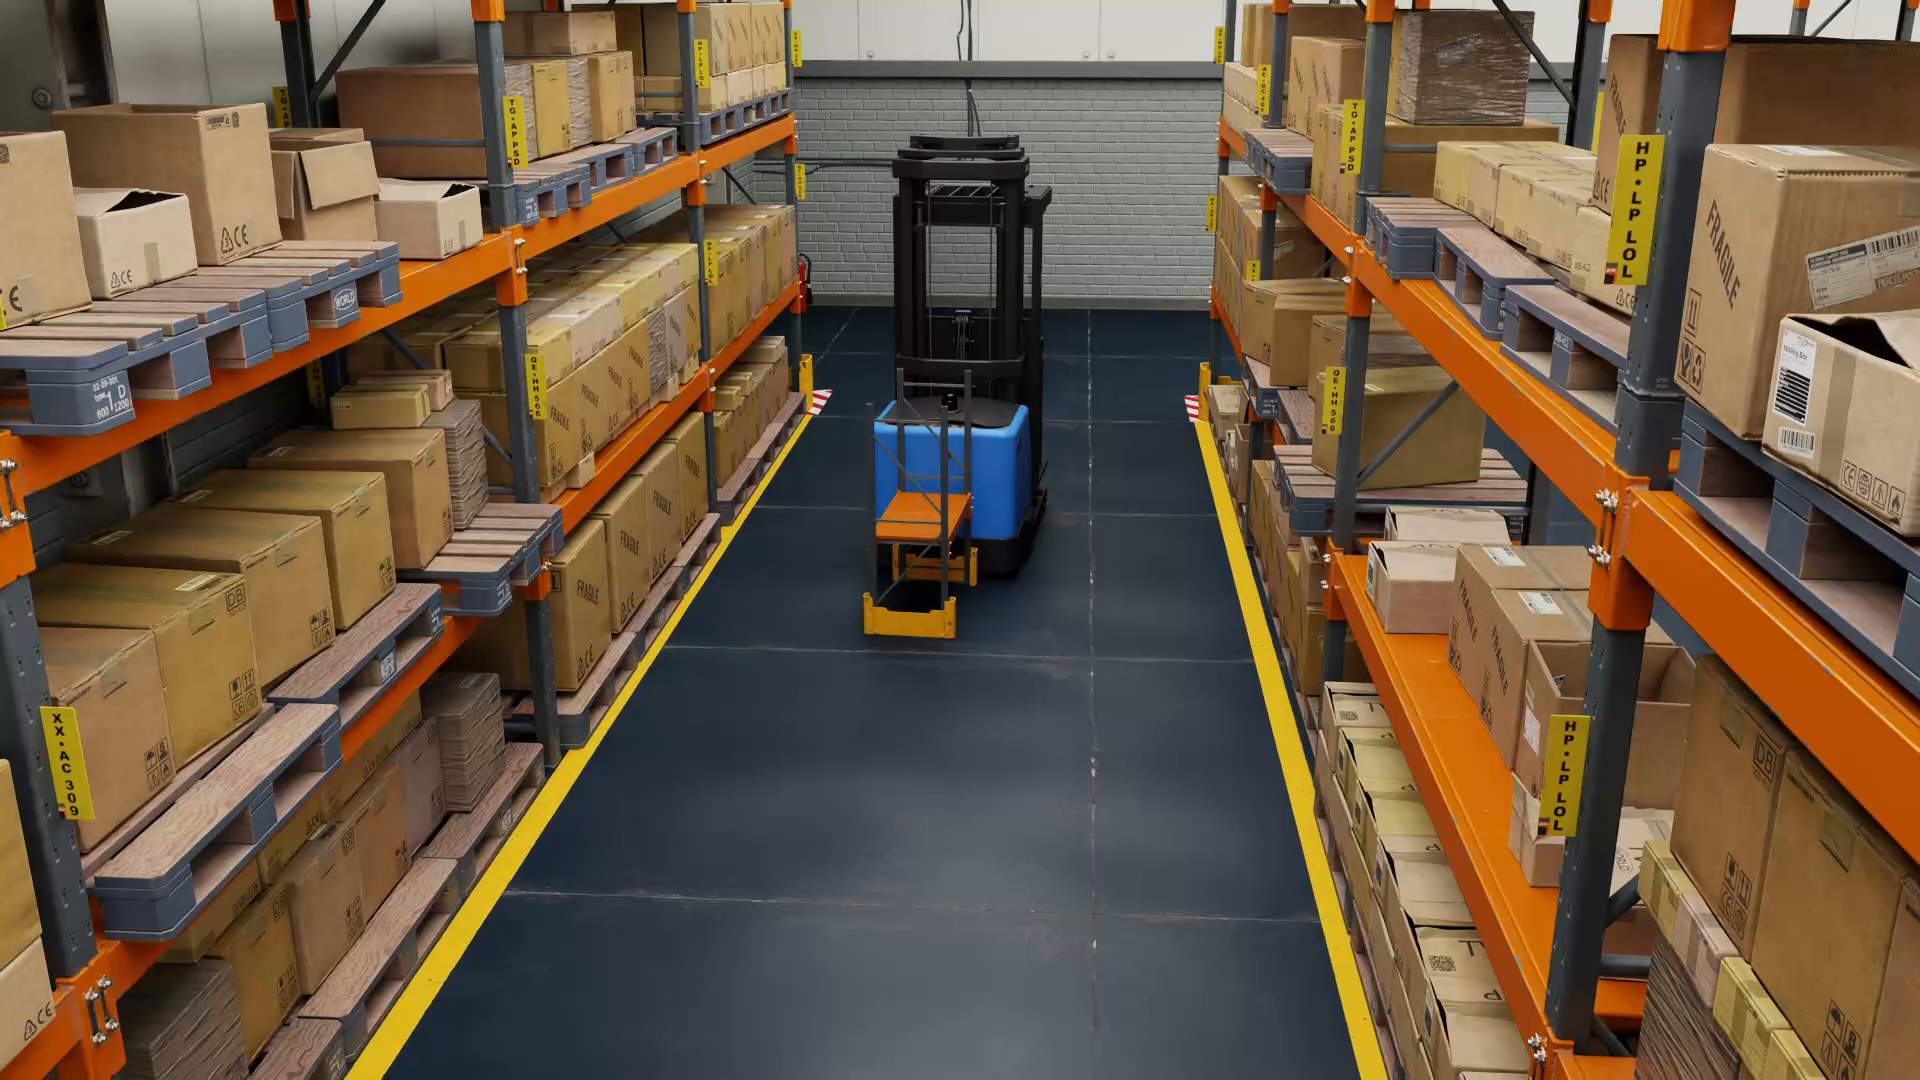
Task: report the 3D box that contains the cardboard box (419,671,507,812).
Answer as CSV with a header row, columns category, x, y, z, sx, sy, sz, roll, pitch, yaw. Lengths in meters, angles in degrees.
category,x,y,z,sx,sy,sz,roll,pitch,yaw
cardboard box,-2.623,0.956,7.996,0.700,0.500,0.500,2,18,5

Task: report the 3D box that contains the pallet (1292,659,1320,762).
category,x,y,z,sx,sy,sz,roll,pitch,yaw
pallet,2.409,0.956,9.167,1.003,0.211,1.213,1,18,4

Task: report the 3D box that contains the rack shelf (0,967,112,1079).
category,x,y,z,sx,sy,sz,roll,pitch,yaw
rack shelf,-3.053,1.958,2.786,1.077,0.370,4.000,1,18,4

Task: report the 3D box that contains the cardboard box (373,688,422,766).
category,x,y,z,sx,sy,sz,roll,pitch,yaw
cardboard box,-2.726,0.775,7.343,0.500,0.250,0.500,2,18,5

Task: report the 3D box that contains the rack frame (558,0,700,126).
category,x,y,z,sx,sy,sz,roll,pitch,yaw
rack frame,-2.336,-4.341,11.219,1.000,3.000,0.127,1,18,4

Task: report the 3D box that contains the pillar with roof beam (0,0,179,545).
category,x,y,z,sx,sy,sz,roll,pitch,yaw
pillar with roof beam,0.715,-2.618,5.961,9.100,9.000,0.400,1,18,4

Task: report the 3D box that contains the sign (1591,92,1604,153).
category,x,y,z,sx,sy,sz,roll,pitch,yaw
sign,2.871,-1.832,7.422,0.100,0.325,0.005,1,18,4

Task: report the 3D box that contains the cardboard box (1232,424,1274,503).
category,x,y,z,sx,sy,sz,roll,pitch,yaw
cardboard box,2.363,-0.585,12.699,0.500,0.500,0.500,1,18,4

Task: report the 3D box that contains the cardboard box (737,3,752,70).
category,x,y,z,sx,sy,sz,roll,pitch,yaw
cardboard box,-1.945,-3.976,13.124,0.500,0.500,0.500,1,18,4

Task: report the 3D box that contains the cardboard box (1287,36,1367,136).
category,x,y,z,sx,sy,sz,roll,pitch,yaw
cardboard box,2.495,-2.946,10.783,0.600,0.600,0.600,0,18,-1

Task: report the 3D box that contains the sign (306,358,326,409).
category,x,y,z,sx,sy,sz,roll,pitch,yaw
sign,-3.177,-0.809,8.216,0.100,0.325,0.005,1,18,4

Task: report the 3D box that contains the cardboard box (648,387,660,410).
category,x,y,z,sx,sy,sz,roll,pitch,yaw
cardboard box,-2.180,-0.953,10.884,0.380,0.149,0.250,1,18,4

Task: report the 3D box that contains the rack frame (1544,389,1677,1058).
category,x,y,z,sx,sy,sz,roll,pitch,yaw
rack frame,2.031,1.104,4.236,1.000,3.000,0.127,1,18,4

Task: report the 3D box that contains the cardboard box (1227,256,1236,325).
category,x,y,z,sx,sy,sz,roll,pitch,yaw
cardboard box,2.489,-2.067,13.753,0.500,0.500,0.500,2,18,5

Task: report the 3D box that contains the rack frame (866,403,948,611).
category,x,y,z,sx,sy,sz,roll,pitch,yaw
rack frame,-0.322,-0.108,10.345,0.500,1.500,0.032,3,18,8

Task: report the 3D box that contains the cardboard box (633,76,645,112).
category,x,y,z,sx,sy,sz,roll,pitch,yaw
cardboard box,-2.521,-3.309,12.293,0.500,0.250,0.500,1,18,4

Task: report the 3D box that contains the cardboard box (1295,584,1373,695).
category,x,y,z,sx,sy,sz,roll,pitch,yaw
cardboard box,2.151,0.545,9.251,0.500,0.500,0.500,2,18,6

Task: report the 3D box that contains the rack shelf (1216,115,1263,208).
category,x,y,z,sx,sy,sz,roll,pitch,yaw
rack shelf,2.748,-3.085,13.359,1.077,0.370,4.000,1,18,4

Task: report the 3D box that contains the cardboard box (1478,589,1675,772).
category,x,y,z,sx,sy,sz,roll,pitch,yaw
cardboard box,2.176,0.499,5.921,0.500,0.500,0.500,1,18,4

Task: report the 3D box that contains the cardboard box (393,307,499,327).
category,x,y,z,sx,sy,sz,roll,pitch,yaw
cardboard box,-2.809,-1.110,9.118,0.500,0.250,0.500,1,18,2

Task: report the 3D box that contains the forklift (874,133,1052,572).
category,x,y,z,sx,sy,sz,roll,pitch,yaw
forklift,0.094,-1.587,12.558,1.130,2.935,3.031,3,18,8

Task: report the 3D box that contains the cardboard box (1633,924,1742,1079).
category,x,y,z,sx,sy,sz,roll,pitch,yaw
cardboard box,2.006,1.195,3.799,0.700,0.500,0.500,1,18,2

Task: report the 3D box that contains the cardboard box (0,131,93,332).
category,x,y,z,sx,sy,sz,roll,pitch,yaw
cardboard box,-2.791,-0.846,4.535,0.500,0.500,0.500,4,19,12

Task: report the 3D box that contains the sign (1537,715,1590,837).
category,x,y,z,sx,sy,sz,roll,pitch,yaw
sign,1.489,0.582,4.096,0.100,0.325,0.005,1,18,4

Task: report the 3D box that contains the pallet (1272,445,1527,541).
category,x,y,z,sx,sy,sz,roll,pitch,yaw
pallet,2.297,-0.259,8.704,1.213,0.211,1.003,1,18,4

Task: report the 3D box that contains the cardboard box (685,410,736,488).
category,x,y,z,sx,sy,sz,roll,pitch,yaw
cardboard box,-2.181,-0.732,13.178,0.700,0.500,0.500,2,18,5

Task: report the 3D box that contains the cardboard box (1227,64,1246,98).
category,x,y,z,sx,sy,sz,roll,pitch,yaw
cardboard box,2.552,-3.906,14.146,0.500,0.250,0.500,1,18,4

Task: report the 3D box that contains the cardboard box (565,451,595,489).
category,x,y,z,sx,sy,sz,roll,pitch,yaw
cardboard box,-2.238,-0.393,9.178,0.380,0.149,0.250,2,18,6

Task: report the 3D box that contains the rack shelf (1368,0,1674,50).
category,x,y,z,sx,sy,sz,roll,pitch,yaw
rack shelf,2.175,-1.836,5.372,1.077,0.370,4.000,1,18,4

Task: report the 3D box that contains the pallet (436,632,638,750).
category,x,y,z,sx,sy,sz,roll,pitch,yaw
pallet,-2.491,0.834,9.538,1.003,0.211,1.213,1,18,4

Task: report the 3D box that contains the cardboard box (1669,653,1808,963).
category,x,y,z,sx,sy,sz,roll,pitch,yaw
cardboard box,2.006,0.578,3.597,0.700,0.500,0.500,1,18,4

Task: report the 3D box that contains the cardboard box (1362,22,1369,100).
category,x,y,z,sx,sy,sz,roll,pitch,yaw
cardboard box,2.429,-2.538,8.769,0.500,0.500,0.500,1,18,4

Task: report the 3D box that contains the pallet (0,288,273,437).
category,x,y,z,sx,sy,sz,roll,pitch,yaw
pallet,-2.759,-0.531,4.710,1.213,0.211,1.003,1,18,4

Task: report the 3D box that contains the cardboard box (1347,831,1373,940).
category,x,y,z,sx,sy,sz,roll,pitch,yaw
cardboard box,1.921,1.443,6.944,0.500,0.250,0.500,1,18,2

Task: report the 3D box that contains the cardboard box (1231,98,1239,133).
category,x,y,z,sx,sy,sz,roll,pitch,yaw
cardboard box,2.518,-3.513,13.750,0.500,0.250,0.500,1,18,4

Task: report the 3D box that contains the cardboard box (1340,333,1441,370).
category,x,y,z,sx,sy,sz,roll,pitch,yaw
cardboard box,2.507,-0.863,9.405,0.700,0.500,0.500,5,19,14

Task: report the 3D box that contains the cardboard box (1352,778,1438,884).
category,x,y,z,sx,sy,sz,roll,pitch,yaw
cardboard box,1.920,1.180,6.845,0.500,0.311,0.500,1,18,2

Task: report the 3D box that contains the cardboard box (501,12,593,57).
category,x,y,z,sx,sy,sz,roll,pitch,yaw
cardboard box,-2.555,-3.086,10.135,0.500,0.250,0.500,1,18,2

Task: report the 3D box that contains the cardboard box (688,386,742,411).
category,x,y,z,sx,sy,sz,roll,pitch,yaw
cardboard box,-1.974,-1.142,13.390,0.380,0.149,0.250,2,18,6

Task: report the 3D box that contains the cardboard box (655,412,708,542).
category,x,y,z,sx,sy,sz,roll,pitch,yaw
cardboard box,-2.253,-0.463,11.797,0.750,0.750,0.750,1,18,5

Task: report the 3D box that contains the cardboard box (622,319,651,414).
category,x,y,z,sx,sy,sz,roll,pitch,yaw
cardboard box,-2.220,-1.070,10.199,0.500,0.500,0.500,2,18,5

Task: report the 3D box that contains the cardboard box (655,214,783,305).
category,x,y,z,sx,sy,sz,roll,pitch,yaw
cardboard box,-2.117,-2.490,14.723,0.980,0.700,0.700,1,18,3

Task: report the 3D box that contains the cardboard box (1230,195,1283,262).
category,x,y,z,sx,sy,sz,roll,pitch,yaw
cardboard box,2.491,-2.538,13.585,0.500,0.500,0.500,1,18,3

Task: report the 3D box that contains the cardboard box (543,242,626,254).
category,x,y,z,sx,sy,sz,roll,pitch,yaw
cardboard box,-2.629,-1.908,11.553,0.500,0.250,0.500,2,18,6

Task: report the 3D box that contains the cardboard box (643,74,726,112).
category,x,y,z,sx,sy,sz,roll,pitch,yaw
cardboard box,-2.024,-3.300,12.265,0.500,0.250,0.500,1,18,4

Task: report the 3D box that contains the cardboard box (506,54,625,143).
category,x,y,z,sx,sy,sz,roll,pitch,yaw
cardboard box,-2.484,-2.727,10.243,0.700,0.500,0.500,1,18,3

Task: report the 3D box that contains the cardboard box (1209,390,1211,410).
category,x,y,z,sx,sy,sz,roll,pitch,yaw
cardboard box,2.501,-1.285,15.372,0.380,0.166,0.250,1,18,4

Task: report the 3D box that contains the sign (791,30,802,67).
category,x,y,z,sx,sy,sz,roll,pitch,yaw
sign,-1.509,-4.524,15.301,0.100,0.325,0.005,1,18,4

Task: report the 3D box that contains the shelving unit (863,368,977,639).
category,x,y,z,sx,sy,sz,roll,pitch,yaw
shelving unit,-0.247,-0.268,10.832,0.587,1.500,1.083,3,18,8

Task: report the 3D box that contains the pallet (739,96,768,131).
category,x,y,z,sx,sy,sz,roll,pitch,yaw
pallet,-2.177,-3.505,13.627,1.003,0.211,1.213,1,18,4

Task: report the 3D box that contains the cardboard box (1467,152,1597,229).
category,x,y,z,sx,sy,sz,roll,pitch,yaw
cardboard box,2.322,-1.386,6.586,0.500,0.250,0.500,2,18,5

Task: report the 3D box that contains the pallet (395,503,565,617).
category,x,y,z,sx,sy,sz,roll,pitch,yaw
pallet,-2.568,0.067,7.708,1.213,0.211,1.003,1,18,4

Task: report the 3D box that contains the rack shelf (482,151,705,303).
category,x,y,z,sx,sy,sz,roll,pitch,yaw
rack shelf,-2.480,-1.952,9.902,1.077,0.370,4.000,1,18,4

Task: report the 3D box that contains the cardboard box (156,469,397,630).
category,x,y,z,sx,sy,sz,roll,pitch,yaw
cardboard box,-2.714,0.030,6.649,0.700,0.500,0.500,1,18,4
